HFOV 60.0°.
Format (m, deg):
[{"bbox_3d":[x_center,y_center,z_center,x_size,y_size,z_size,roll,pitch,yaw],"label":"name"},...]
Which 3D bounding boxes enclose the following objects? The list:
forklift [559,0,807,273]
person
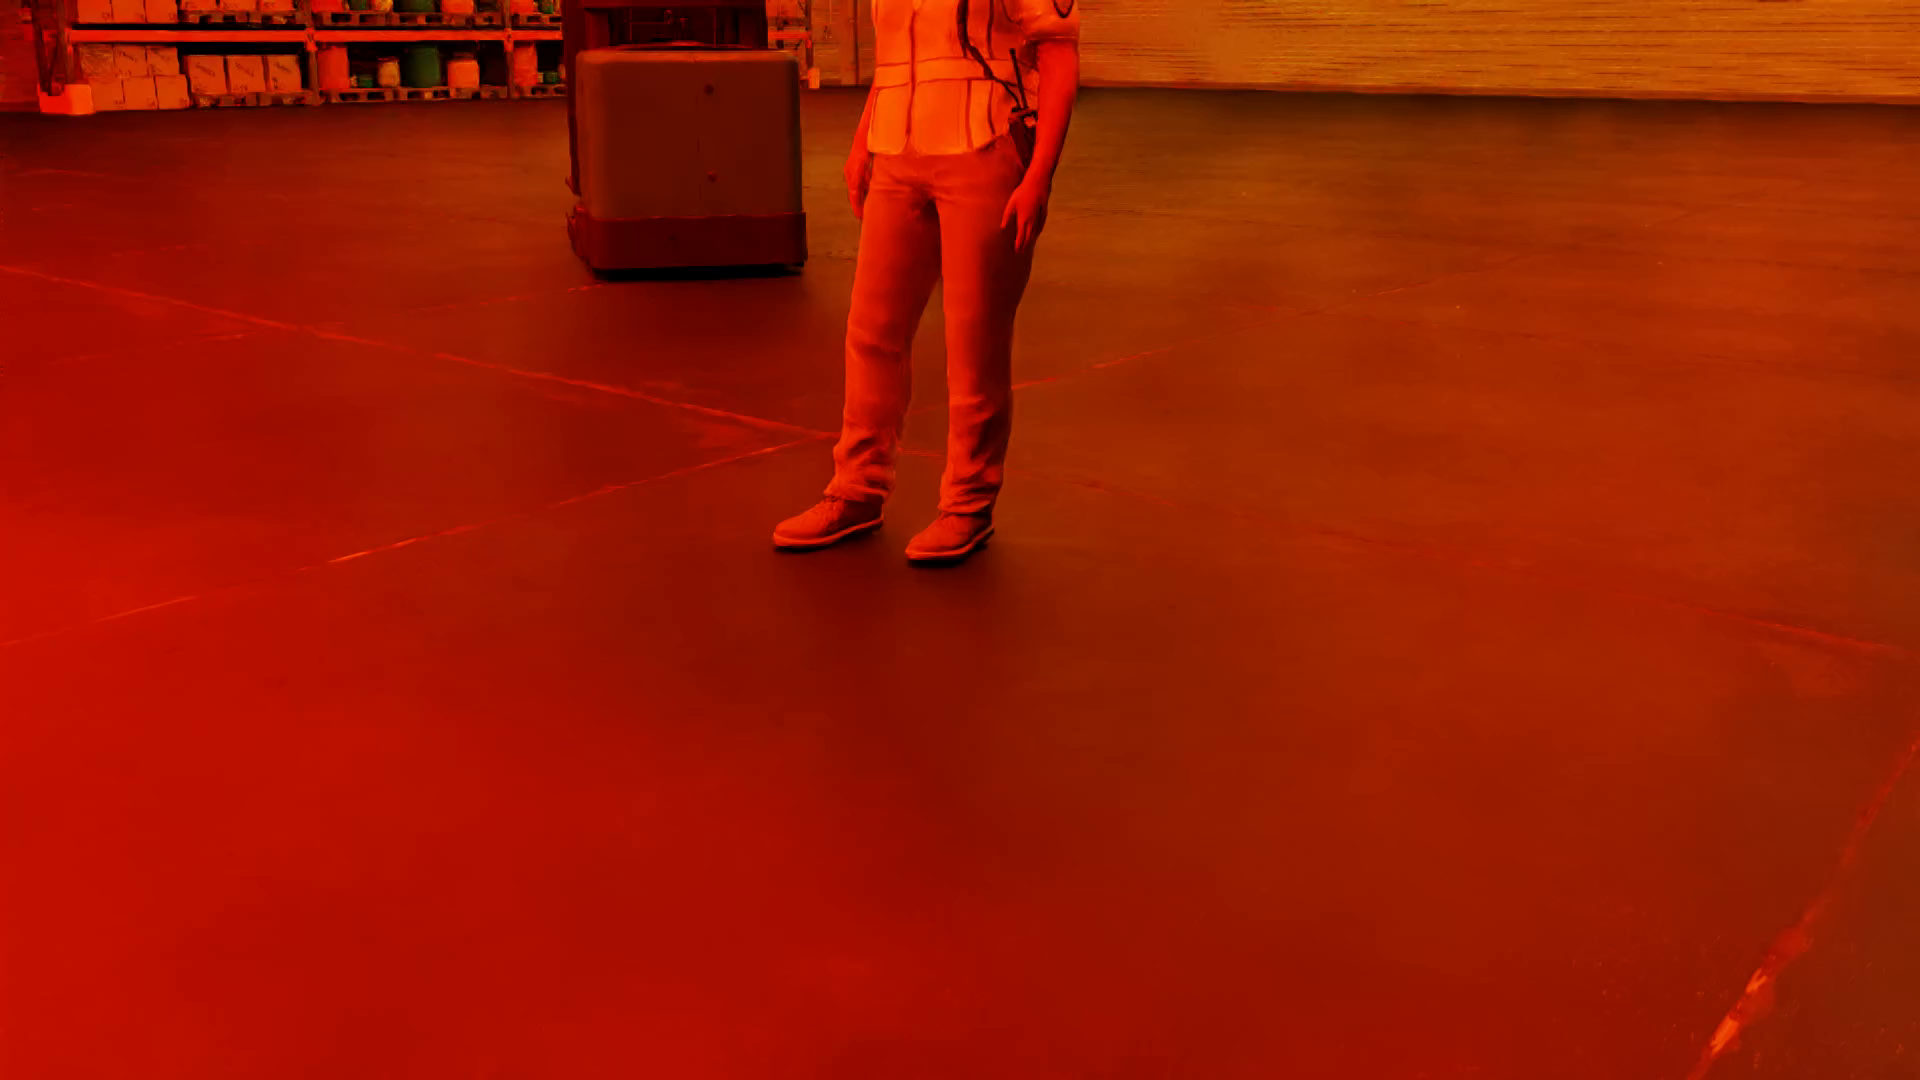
[{"bbox_3d":[-1.650,-3.092,9.079,1.130,2.935,3.031,-5,17,-15],"label":"forklift"},{"bbox_3d":[-0.066,-0.791,3.655,0.598,1.669,0.529,13,21,37],"label":"person"}]
